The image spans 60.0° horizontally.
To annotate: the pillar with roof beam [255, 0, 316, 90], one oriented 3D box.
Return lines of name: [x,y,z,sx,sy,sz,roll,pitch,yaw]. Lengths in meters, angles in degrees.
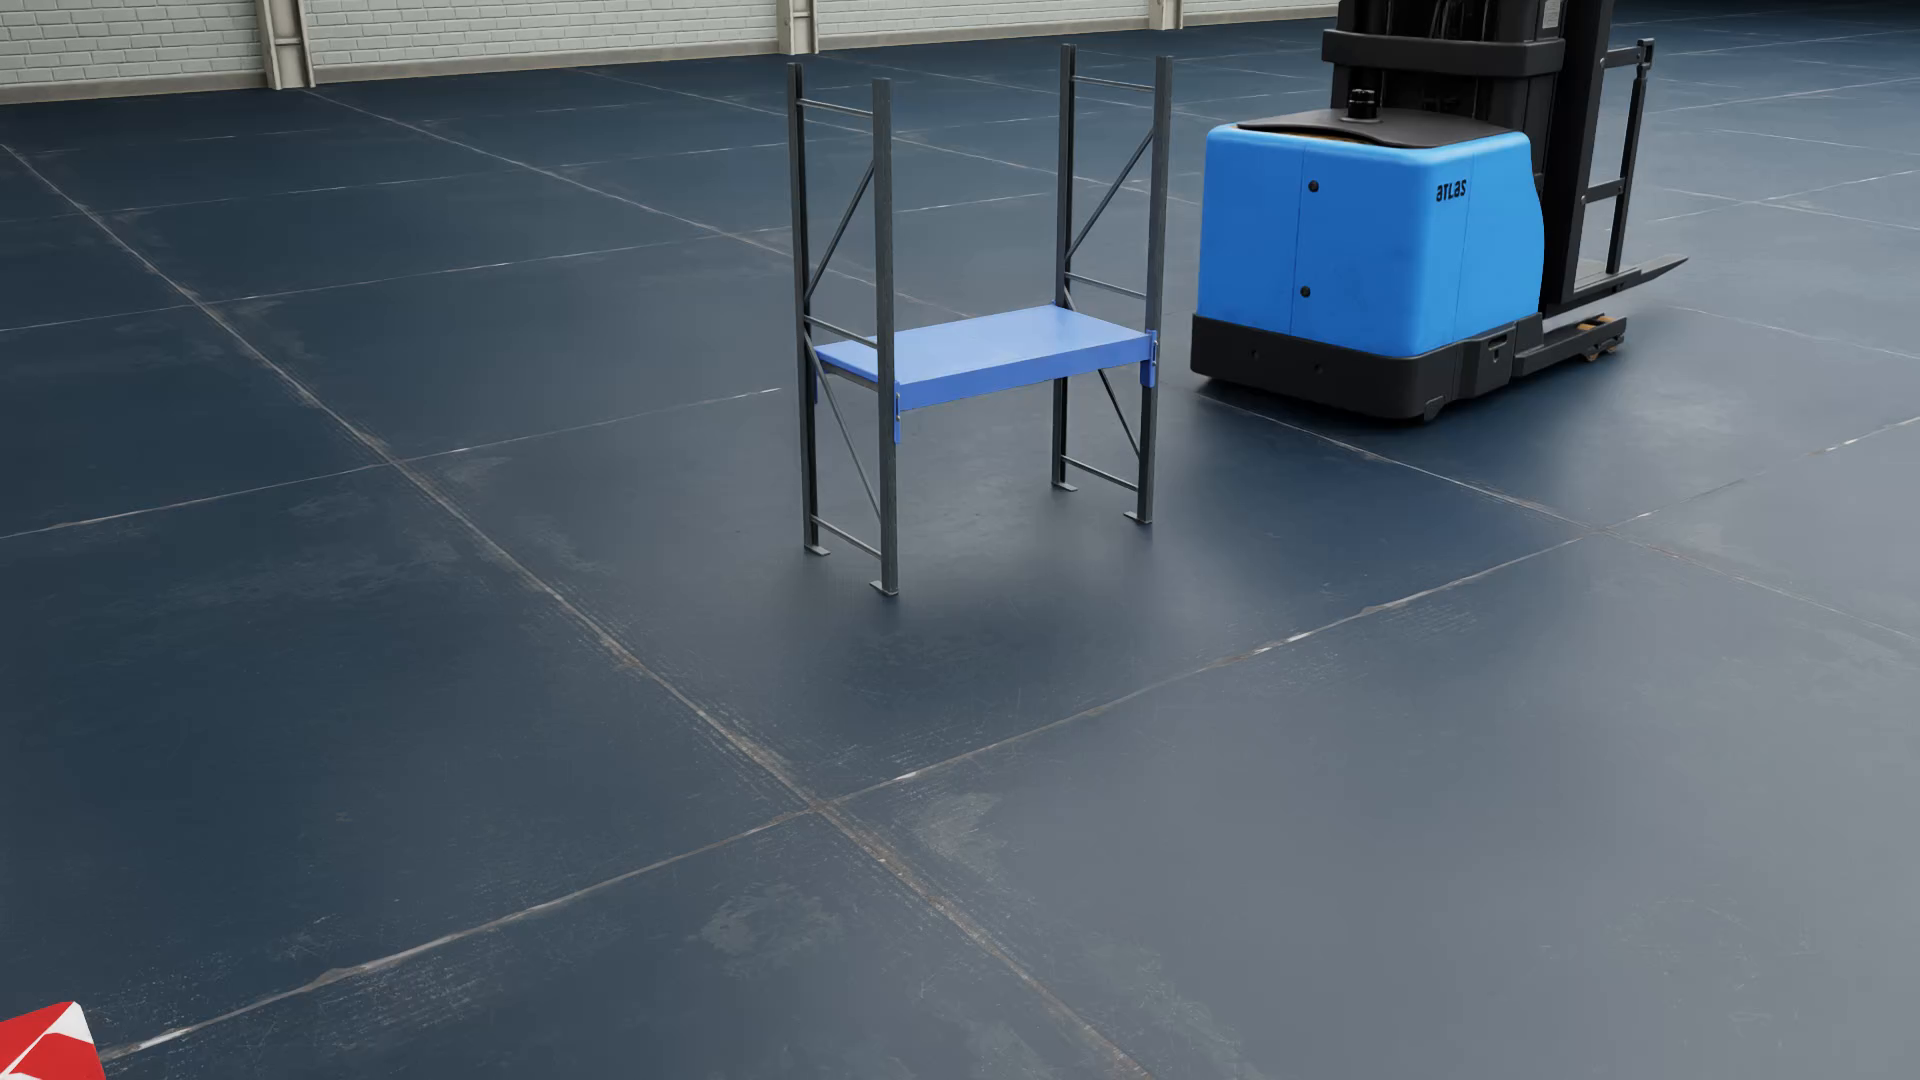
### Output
pillar with roof beam: [-4.325,-7.522,12.105,0.400,9.000,9.100,-15,26,-33]

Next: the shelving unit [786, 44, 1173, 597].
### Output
shelving unit: [0.069,-0.715,5.165,1.048,1.500,0.538,-15,26,-33]

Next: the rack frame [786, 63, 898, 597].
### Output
rack frame: [-0.343,-0.605,4.889,0.032,1.500,0.500,-15,26,-33]

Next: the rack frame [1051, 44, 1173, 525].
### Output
rack frame: [0.482,-0.825,5.440,0.032,1.500,0.500,-15,26,-33]

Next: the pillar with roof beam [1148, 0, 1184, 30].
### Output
pillar with roof beam: [5.416,-10.119,18.614,0.400,9.000,9.100,-15,26,-33]

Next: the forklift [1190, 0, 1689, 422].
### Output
forklift: [2.366,-2.273,7.139,1.130,2.935,3.031,20,29,41]

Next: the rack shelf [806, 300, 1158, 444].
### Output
rack shelf: [0.069,-0.548,5.231,1.000,0.185,0.538,-15,26,-33]

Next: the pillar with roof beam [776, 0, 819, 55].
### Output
pillar with roof beam: [0.545,-8.821,15.360,0.400,9.000,9.100,-15,26,-33]
